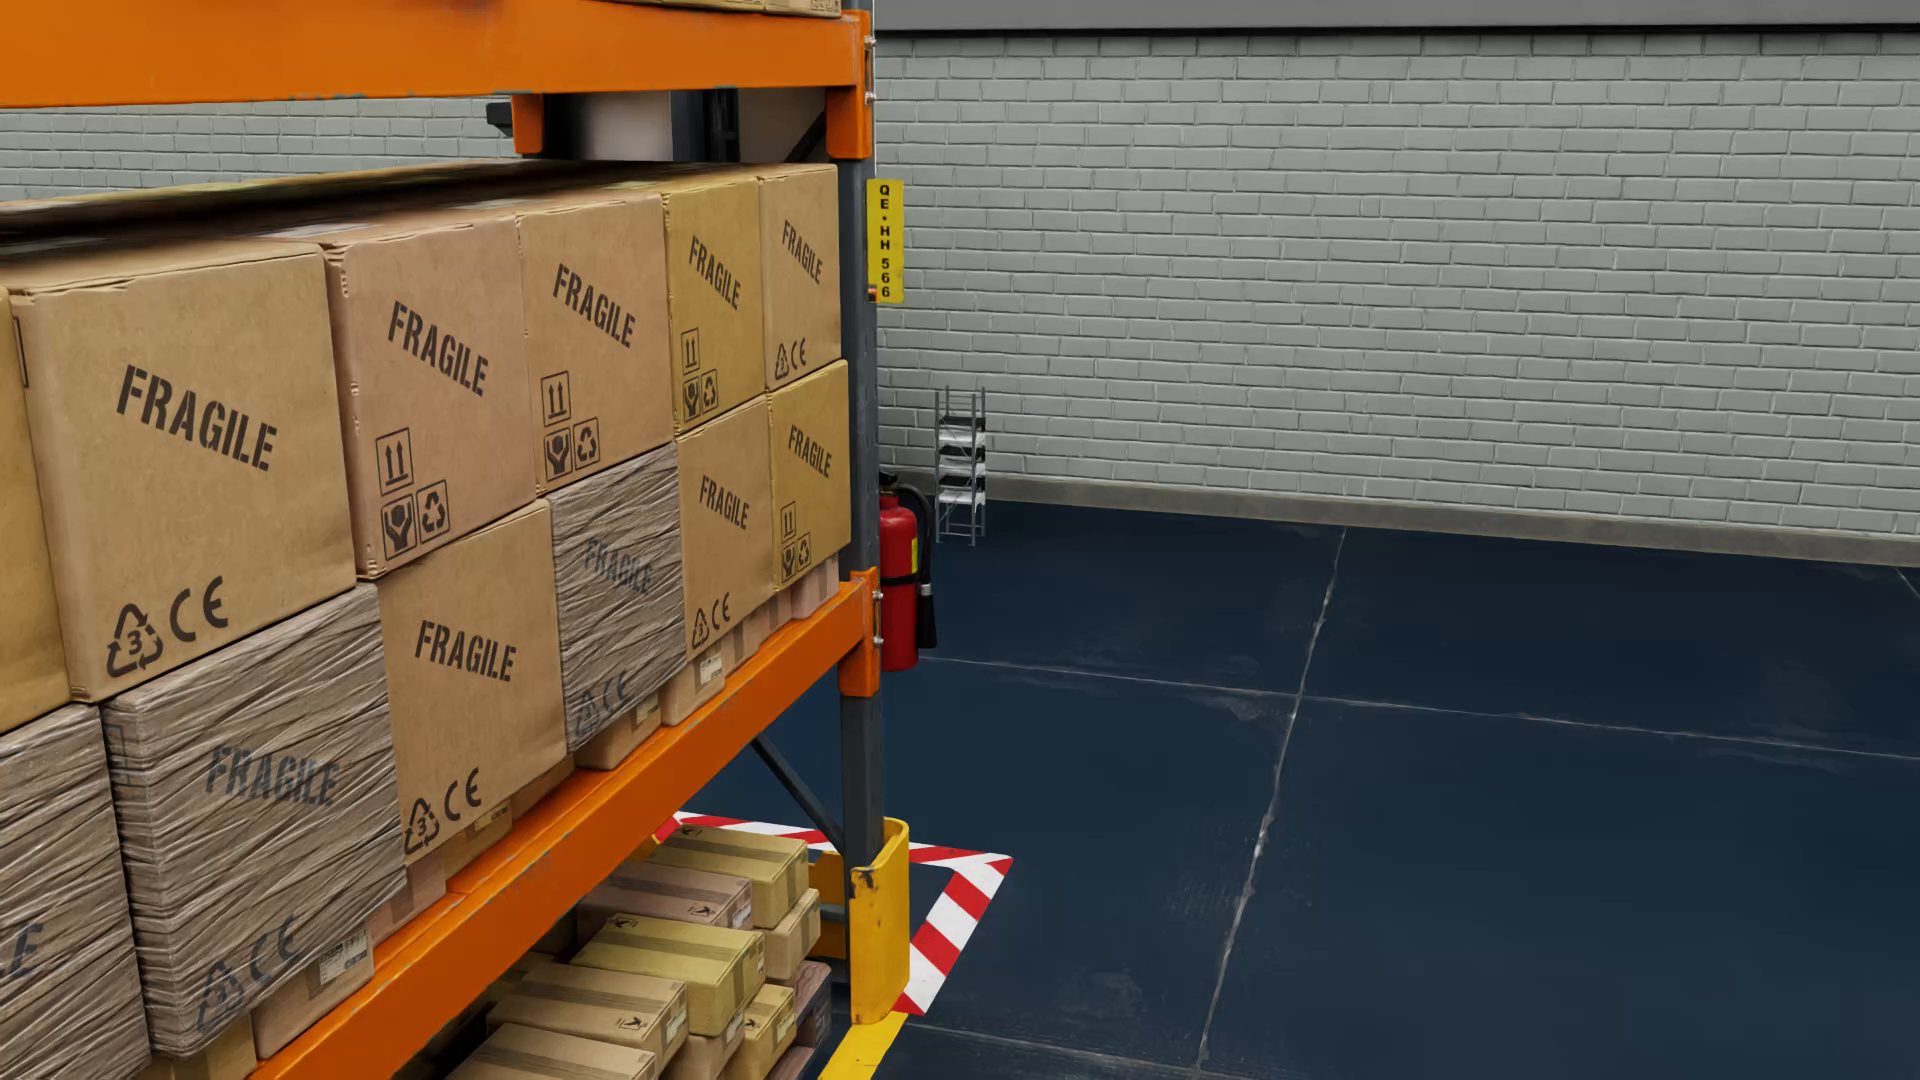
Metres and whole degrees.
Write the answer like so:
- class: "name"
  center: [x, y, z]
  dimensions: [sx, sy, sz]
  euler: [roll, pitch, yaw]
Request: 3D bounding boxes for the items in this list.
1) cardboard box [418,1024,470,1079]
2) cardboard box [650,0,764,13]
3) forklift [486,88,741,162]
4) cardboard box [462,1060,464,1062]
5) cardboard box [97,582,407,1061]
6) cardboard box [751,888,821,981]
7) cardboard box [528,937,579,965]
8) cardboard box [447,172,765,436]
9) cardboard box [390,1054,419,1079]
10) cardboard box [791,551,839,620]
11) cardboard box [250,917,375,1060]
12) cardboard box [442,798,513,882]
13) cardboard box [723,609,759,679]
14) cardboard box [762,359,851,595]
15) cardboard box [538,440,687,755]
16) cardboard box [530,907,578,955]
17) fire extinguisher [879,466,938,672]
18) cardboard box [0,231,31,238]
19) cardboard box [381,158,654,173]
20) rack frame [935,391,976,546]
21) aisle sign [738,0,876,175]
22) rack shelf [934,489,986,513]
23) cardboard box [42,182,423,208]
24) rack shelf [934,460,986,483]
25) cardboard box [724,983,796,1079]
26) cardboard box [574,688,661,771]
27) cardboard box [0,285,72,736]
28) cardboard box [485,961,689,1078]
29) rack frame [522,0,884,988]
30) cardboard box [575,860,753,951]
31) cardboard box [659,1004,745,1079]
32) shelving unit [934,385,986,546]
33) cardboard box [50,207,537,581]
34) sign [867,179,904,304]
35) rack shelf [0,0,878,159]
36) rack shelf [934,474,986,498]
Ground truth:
- class: "cardboard box"
  center: [-1.413, 1.205, 3.993]
  dimensions: [0.380, 0.149, 0.250]
  euler: [5, 17, 18]
- class: "cardboard box"
  center: [-0.738, -1.233, 3.456]
  dimensions: [0.500, 0.250, 0.500]
  euler: [5, 16, 16]
- class: "forklift"
  center: [-2.075, -1.543, 9.898]
  dimensions: [3.031, 2.935, 1.130]
  euler: [4, 16, 13]
- class: "cardboard box"
  center: [-1.418, 1.345, 4.045]
  dimensions: [0.380, 0.149, 0.250]
  euler: [5, 17, 17]
- class: "cardboard box"
  center: [-1.168, 0.351, 2.367]
  dimensions: [0.500, 0.500, 0.500]
  euler: [4, 16, 15]
- class: "cardboard box"
  center: [-0.601, 1.051, 4.536]
  dimensions: [0.380, 0.149, 0.250]
  euler: [4, 16, 14]
- class: "cardboard box"
  center: [-1.252, 1.076, 4.450]
  dimensions: [0.380, 0.149, 0.250]
  euler: [5, 16, 16]
- class: "cardboard box"
  center: [-0.760, -0.536, 3.661]
  dimensions: [0.500, 0.500, 0.500]
  euler: [4, 16, 14]
- class: "cardboard box"
  center: [-1.436, 1.139, 3.680]
  dimensions: [0.380, 0.149, 0.250]
  euler: [5, 17, 18]
- class: "cardboard box"
  center: [-0.546, 0.093, 4.466]
  dimensions: [0.380, 0.149, 0.250]
  euler: [5, 16, 16]
- class: "cardboard box"
  center: [-1.140, 0.635, 2.554]
  dimensions: [0.380, 0.149, 0.250]
  euler: [5, 17, 18]
- class: "cardboard box"
  center: [-1.057, 0.494, 3.052]
  dimensions: [0.380, 0.149, 0.250]
  euler: [5, 17, 17]
- class: "cardboard box"
  center: [-0.710, 0.222, 4.011]
  dimensions: [0.380, 0.149, 0.250]
  euler: [4, 16, 15]
- class: "cardboard box"
  center: [-0.606, -0.189, 4.270]
  dimensions: [0.500, 0.500, 0.500]
  euler: [5, 17, 17]
- class: "cardboard box"
  center: [-0.892, 0.079, 3.326]
  dimensions: [0.500, 0.500, 0.500]
  euler: [5, 16, 16]
- class: "cardboard box"
  center: [-1.162, 0.940, 4.382]
  dimensions: [0.380, 0.149, 0.250]
  euler: [5, 17, 17]
- class: "fire extinguisher"
  center: [-0.211, 0.051, 4.977]
  dimensions: [0.296, 0.674, 0.183]
  euler: [5, 16, 16]
- class: "cardboard box"
  center: [-1.686, -0.173, 2.383]
  dimensions: [0.500, 0.500, 0.500]
  euler: [5, 17, 17]
- class: "cardboard box"
  center: [-1.107, -0.711, 4.277]
  dimensions: [0.500, 0.500, 0.500]
  euler: [5, 16, 16]
- class: "rack frame"
  center: [-0.027, -0.408, 9.620]
  dimensions: [0.240, 0.900, 0.006]
  euler: [5, 16, 16]
- class: "aisle sign"
  center: [-0.416, -1.382, 4.440]
  dimensions: [0.394, 0.787, 0.004]
  euler: [5, 16, 16]
- class: "rack shelf"
  center: [0.002, -0.230, 9.772]
  dimensions: [0.258, 0.077, 0.200]
  euler: [5, 16, 16]
- class: "cardboard box"
  center: [-1.413, -0.444, 3.336]
  dimensions: [0.500, 0.500, 0.500]
  euler: [4, 16, 15]
- class: "rack shelf"
  center: [0.002, -0.403, 9.723]
  dimensions: [0.258, 0.077, 0.200]
  euler: [5, 16, 16]
- class: "cardboard box"
  center: [-0.650, 1.263, 4.334]
  dimensions: [0.380, 0.149, 0.250]
  euler: [5, 17, 18]
- class: "cardboard box"
  center: [-0.863, 0.357, 3.534]
  dimensions: [0.380, 0.149, 0.250]
  euler: [4, 16, 13]
- class: "cardboard box"
  center: [-1.367, 0.003, 1.761]
  dimensions: [0.500, 0.500, 0.500]
  euler: [4, 16, 14]
- class: "cardboard box"
  center: [-0.845, 1.108, 3.791]
  dimensions: [0.380, 0.149, 0.250]
  euler: [4, 16, 14]
- class: "rack frame"
  center: [-0.725, -0.135, 4.809]
  dimensions: [1.000, 3.000, 0.127]
  euler: [5, 16, 16]
- class: "cardboard box"
  center: [-0.759, 0.967, 4.286]
  dimensions: [0.380, 0.149, 0.250]
  euler: [5, 17, 17]
- class: "cardboard box"
  center: [-0.747, 1.187, 4.056]
  dimensions: [0.380, 0.149, 0.250]
  euler: [4, 16, 14]
- class: "shelving unit"
  center: [0.002, -0.435, 9.714]
  dimensions: [0.258, 0.900, 0.210]
  euler: [5, 16, 16]
- class: "cardboard box"
  center: [-1.047, -0.261, 2.690]
  dimensions: [0.500, 0.500, 0.500]
  euler: [4, 16, 14]
- class: "sign"
  center: [-0.198, -0.796, 4.438]
  dimensions: [0.100, 0.325, 0.005]
  euler: [5, 16, 16]
- class: "rack shelf"
  center: [-1.293, -0.709, 2.653]
  dimensions: [1.077, 0.370, 4.000]
  euler: [5, 16, 16]
- class: "rack shelf"
  center: [0.002, -0.316, 9.748]
  dimensions: [0.258, 0.077, 0.200]
  euler: [5, 16, 16]
